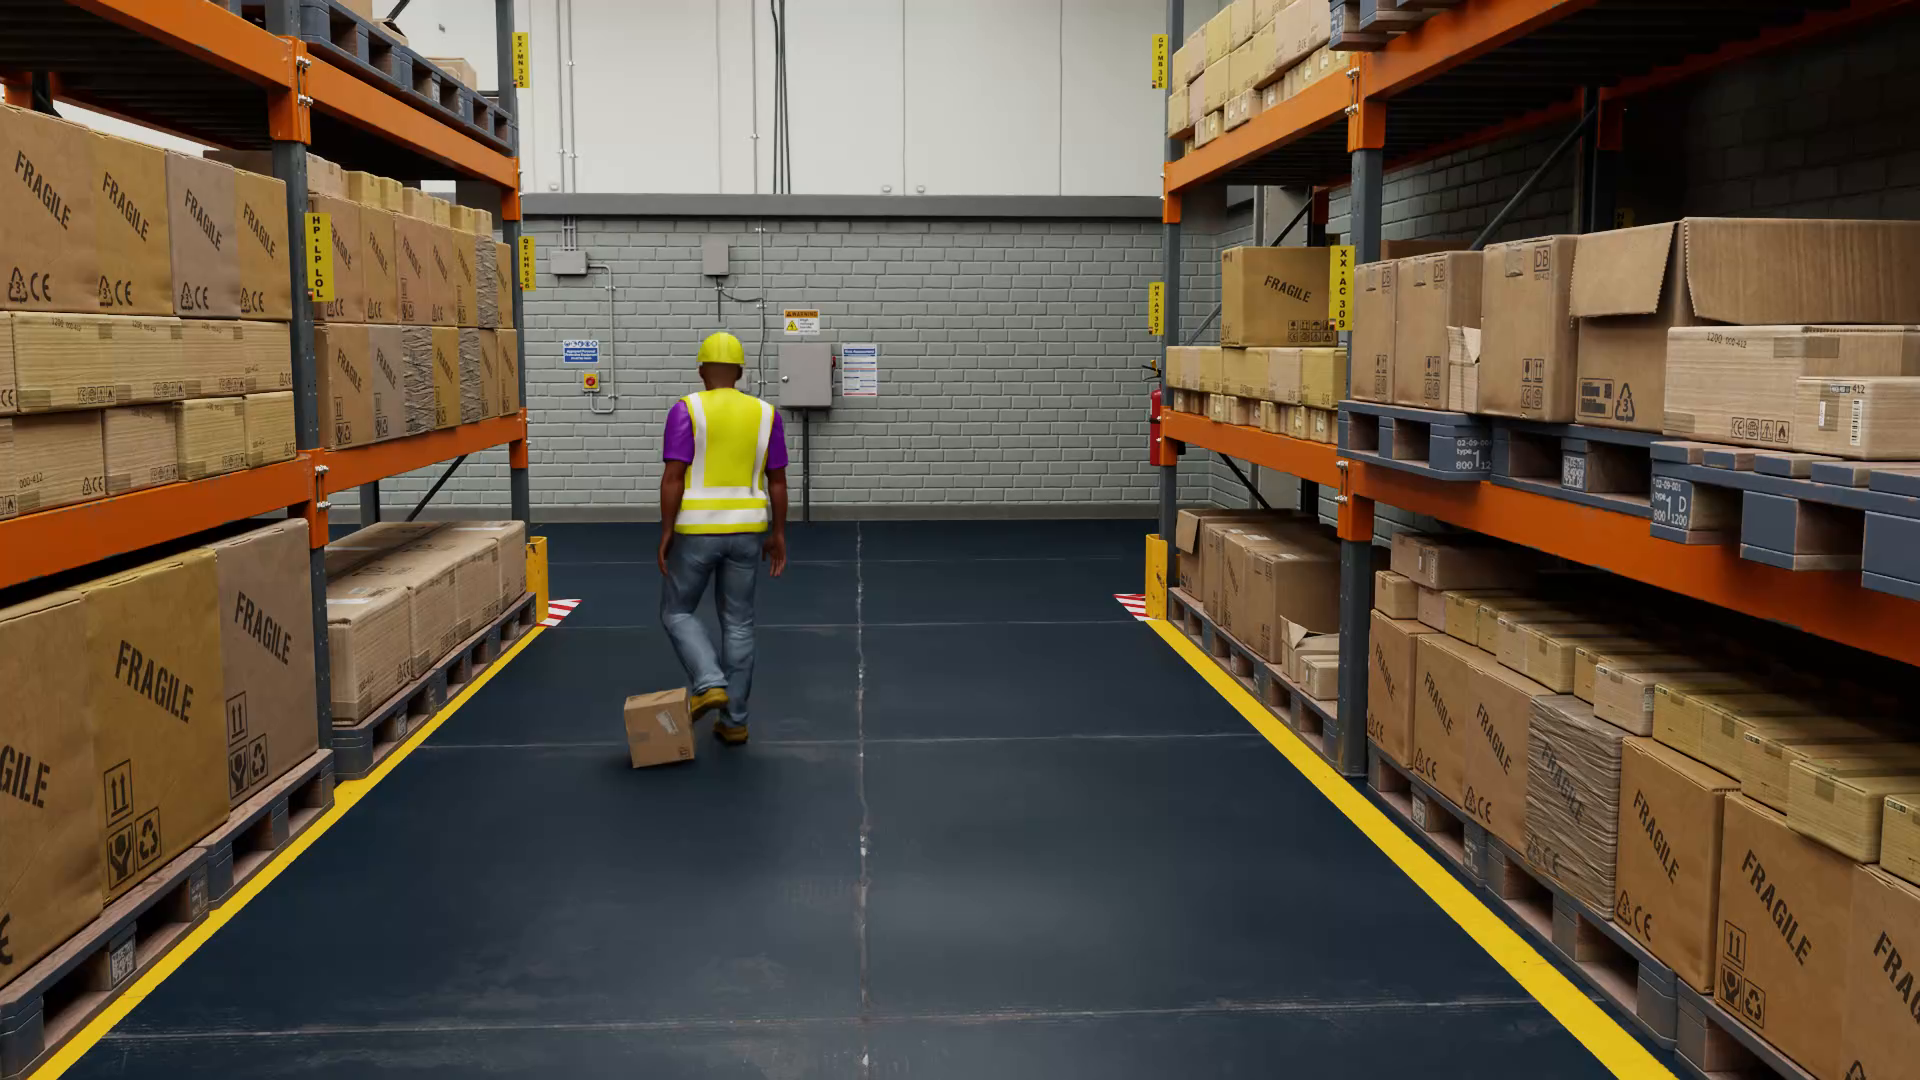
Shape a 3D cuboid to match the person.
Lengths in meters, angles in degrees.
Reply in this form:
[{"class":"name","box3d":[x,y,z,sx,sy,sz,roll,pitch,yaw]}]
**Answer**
[{"class":"person","box3d":[-1.032,-0.019,7.212,0.617,1.756,0.518,-3,8,-27]}]
